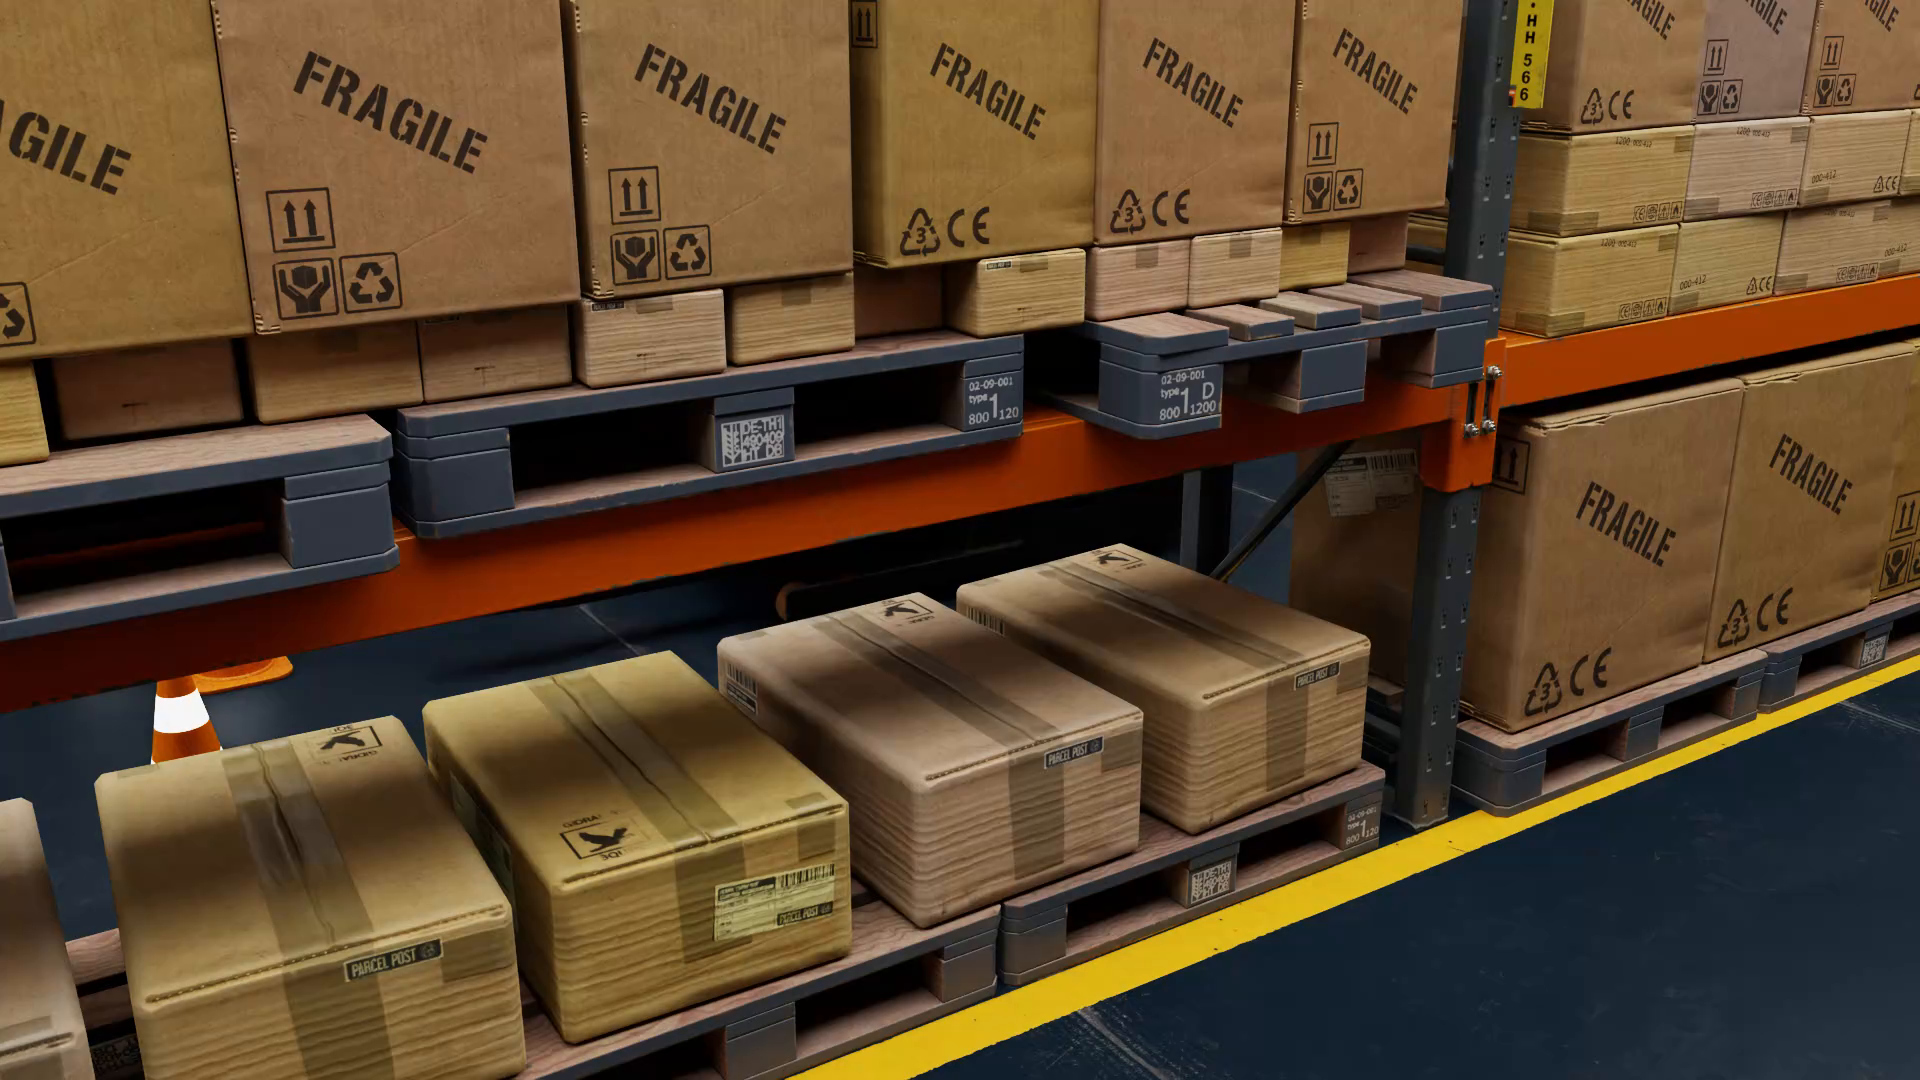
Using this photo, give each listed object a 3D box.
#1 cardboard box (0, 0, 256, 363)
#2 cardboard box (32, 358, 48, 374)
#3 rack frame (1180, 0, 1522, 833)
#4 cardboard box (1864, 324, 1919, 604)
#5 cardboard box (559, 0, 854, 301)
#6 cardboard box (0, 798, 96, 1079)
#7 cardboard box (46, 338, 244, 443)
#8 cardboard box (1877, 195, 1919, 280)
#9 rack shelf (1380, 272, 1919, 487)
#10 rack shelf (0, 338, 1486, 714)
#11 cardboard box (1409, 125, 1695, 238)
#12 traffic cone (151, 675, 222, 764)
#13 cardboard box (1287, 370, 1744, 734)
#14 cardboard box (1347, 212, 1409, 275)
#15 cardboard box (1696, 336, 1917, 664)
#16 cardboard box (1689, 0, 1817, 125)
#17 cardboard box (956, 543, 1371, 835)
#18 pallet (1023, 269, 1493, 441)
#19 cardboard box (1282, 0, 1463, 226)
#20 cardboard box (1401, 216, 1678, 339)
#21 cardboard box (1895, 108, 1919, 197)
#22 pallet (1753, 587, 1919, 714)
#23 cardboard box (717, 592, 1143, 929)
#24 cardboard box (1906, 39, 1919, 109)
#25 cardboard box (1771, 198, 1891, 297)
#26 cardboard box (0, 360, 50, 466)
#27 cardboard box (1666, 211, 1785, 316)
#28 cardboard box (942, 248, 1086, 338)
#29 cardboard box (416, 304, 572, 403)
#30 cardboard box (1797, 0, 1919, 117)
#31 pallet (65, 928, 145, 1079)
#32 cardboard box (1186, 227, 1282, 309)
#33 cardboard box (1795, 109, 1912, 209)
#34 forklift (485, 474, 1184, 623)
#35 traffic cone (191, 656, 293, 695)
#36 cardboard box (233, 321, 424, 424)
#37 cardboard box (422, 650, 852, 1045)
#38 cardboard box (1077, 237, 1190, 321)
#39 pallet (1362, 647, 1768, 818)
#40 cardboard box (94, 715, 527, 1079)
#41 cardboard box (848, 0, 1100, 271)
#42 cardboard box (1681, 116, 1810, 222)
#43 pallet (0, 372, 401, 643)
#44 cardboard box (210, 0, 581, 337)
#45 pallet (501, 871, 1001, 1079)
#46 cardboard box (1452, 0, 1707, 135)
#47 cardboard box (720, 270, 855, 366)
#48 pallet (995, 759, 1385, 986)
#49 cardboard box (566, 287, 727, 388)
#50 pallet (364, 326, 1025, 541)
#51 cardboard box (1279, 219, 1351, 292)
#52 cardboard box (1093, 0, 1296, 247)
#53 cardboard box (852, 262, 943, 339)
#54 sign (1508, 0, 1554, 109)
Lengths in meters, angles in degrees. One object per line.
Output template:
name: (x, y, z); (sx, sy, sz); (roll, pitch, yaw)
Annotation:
cardboard box: (-1.380, -0.560, 2.443); (0.500, 0.500, 0.500); (-12, 22, -31)
cardboard box: (-1.644, -0.420, 3.040); (0.250, 0.149, 0.380); (-12, 22, -32)
rack frame: (0.993, -0.784, 4.379); (0.127, 3.000, 1.000); (-12, 22, -31)
cardboard box: (3.110, -0.389, 5.873); (0.875, 0.875, 0.875); (-11, 22, -30)
cardboard box: (-0.537, -0.737, 2.966); (0.500, 0.500, 0.500); (-13, 23, -34)
cardboard box: (-1.911, 0.874, 2.924); (0.625, 0.372, 0.950); (-12, 22, -31)
cardboard box: (-1.304, -0.284, 2.637); (0.250, 0.149, 0.380); (-10, 21, -28)
cardboard box: (2.811, -1.005, 5.269); (0.500, 0.250, 0.500); (-12, 22, -31)
rack shelf: (2.664, -0.795, 5.536); (4.000, 0.370, 1.077); (-12, 22, -31)
rack shelf: (-0.677, -0.090, 3.452); (4.000, 0.370, 1.077); (-12, 22, -31)
cardboard box: (1.552, -0.973, 4.391); (0.500, 0.250, 0.500); (-12, 22, -32)
traffic cone: (-2.082, 0.530, 4.455); (0.334, 0.463, 0.336); (-12, 22, -31)
cardboard box: (1.616, -0.075, 4.946); (0.875, 0.875, 0.875); (-12, 22, -32)
cardboard box: (0.849, -0.743, 3.995); (0.250, 0.149, 0.380); (-11, 22, -29)
cardboard box: (2.363, -0.231, 5.407); (0.875, 0.875, 0.875); (-12, 22, -31)
cardboard box: (1.949, -1.416, 4.532); (0.500, 0.500, 0.500); (-12, 22, -31)
cardboard box: (0.516, 0.359, 4.446); (0.625, 0.372, 0.950); (-14, 23, -35)
pallet: (0.457, -0.539, 3.954); (1.003, 0.211, 1.213); (-12, 22, -31)
cardboard box: (0.766, -1.016, 3.791); (0.500, 0.500, 0.500); (-13, 22, -33)
cardboard box: (1.540, -0.731, 4.459); (0.500, 0.250, 0.500); (-12, 22, -32)
cardboard box: (2.838, -1.234, 5.164); (0.500, 0.250, 0.500); (-11, 22, -30)
pallet: (2.711, 0.205, 5.808); (1.213, 0.211, 1.003); (-12, 22, -31)
cardboard box: (-0.096, 0.491, 4.055); (0.625, 0.372, 0.950); (-12, 22, -32)
cardboard box: (2.812, -1.591, 5.050); (0.500, 0.500, 0.500); (-12, 22, -31)
cardboard box: (2.401, -0.917, 5.009); (0.500, 0.250, 0.500); (-11, 22, -30)
cardboard box: (-1.499, -0.213, 2.429); (0.250, 0.149, 0.380); (-11, 22, -30)
cardboard box: (1.959, -0.827, 4.740); (0.500, 0.250, 0.500); (-13, 22, -33)
cardboard box: (0.042, -0.525, 3.352); (0.250, 0.149, 0.380); (-11, 22, -30)
cardboard box: (-0.859, -0.361, 2.865); (0.250, 0.149, 0.380); (-12, 22, -31)
cardboard box: (2.389, -1.503, 4.790); (0.500, 0.500, 0.500); (-11, 22, -30)
pallet: (-1.698, 1.104, 3.148); (1.213, 0.211, 1.003); (-12, 22, -31)
cardboard box: (0.479, -0.620, 3.631); (0.250, 0.149, 0.380); (-12, 22, -32)
cardboard box: (2.408, -1.148, 4.910); (0.500, 0.250, 0.500); (-12, 22, -32)
forklift: (-0.584, -1.272, 5.930); (3.031, 2.935, 1.130); (-11, 22, -30)
traffic cone: (-2.390, 0.211, 5.397); (0.334, 0.463, 0.336); (-12, 22, -31)
cardboard box: (-1.066, -0.318, 2.738); (0.250, 0.149, 0.380); (-12, 22, -31)
cardboard box: (-0.733, 0.623, 3.665); (0.625, 0.372, 0.950); (-11, 22, -30)
cardboard box: (0.264, -0.578, 3.506); (0.250, 0.149, 0.380); (-13, 23, -34)
pallet: (1.693, 0.419, 5.177); (1.213, 0.211, 1.003); (-12, 22, -31)
cardboard box: (-1.312, 0.746, 3.301); (0.625, 0.372, 0.950); (-10, 21, -28)
cardboard box: (-0.080, -0.833, 3.249); (0.500, 0.500, 0.500); (-14, 23, -35)
cardboard box: (1.984, -1.063, 4.660); (0.500, 0.250, 0.500); (-11, 22, -30)
pallet: (-1.629, -0.084, 2.609); (1.213, 0.211, 1.003); (-12, 22, -31)
cardboard box: (-0.960, -0.644, 2.689); (0.500, 0.500, 0.500); (-12, 22, -32)
pallet: (-0.678, 0.888, 3.788); (1.213, 0.211, 1.003); (-12, 22, -31)
cardboard box: (1.540, -1.326, 4.266); (0.500, 0.500, 0.500); (-13, 22, -33)
cardboard box: (-0.402, -0.449, 3.125); (0.250, 0.149, 0.380); (-13, 22, -33)
pallet: (0.340, 0.675, 4.419); (1.213, 0.211, 1.003); (-12, 22, -31)
cardboard box: (-0.608, -0.394, 2.963); (0.250, 0.149, 0.380); (-11, 22, -29)
pallet: (-0.638, -0.333, 3.346); (1.213, 0.211, 1.003); (-12, 22, -31)
cardboard box: (0.665, -0.676, 3.798); (0.250, 0.149, 0.380); (-12, 22, -31)
cardboard box: (0.341, -0.922, 3.513); (0.500, 0.500, 0.500); (-12, 22, -32)
cardboard box: (-0.237, -0.515, 3.321); (0.250, 0.149, 0.380); (-12, 22, -31)
sign: (1.300, -1.151, 3.782); (0.005, 0.325, 0.100); (-12, 22, -31)
